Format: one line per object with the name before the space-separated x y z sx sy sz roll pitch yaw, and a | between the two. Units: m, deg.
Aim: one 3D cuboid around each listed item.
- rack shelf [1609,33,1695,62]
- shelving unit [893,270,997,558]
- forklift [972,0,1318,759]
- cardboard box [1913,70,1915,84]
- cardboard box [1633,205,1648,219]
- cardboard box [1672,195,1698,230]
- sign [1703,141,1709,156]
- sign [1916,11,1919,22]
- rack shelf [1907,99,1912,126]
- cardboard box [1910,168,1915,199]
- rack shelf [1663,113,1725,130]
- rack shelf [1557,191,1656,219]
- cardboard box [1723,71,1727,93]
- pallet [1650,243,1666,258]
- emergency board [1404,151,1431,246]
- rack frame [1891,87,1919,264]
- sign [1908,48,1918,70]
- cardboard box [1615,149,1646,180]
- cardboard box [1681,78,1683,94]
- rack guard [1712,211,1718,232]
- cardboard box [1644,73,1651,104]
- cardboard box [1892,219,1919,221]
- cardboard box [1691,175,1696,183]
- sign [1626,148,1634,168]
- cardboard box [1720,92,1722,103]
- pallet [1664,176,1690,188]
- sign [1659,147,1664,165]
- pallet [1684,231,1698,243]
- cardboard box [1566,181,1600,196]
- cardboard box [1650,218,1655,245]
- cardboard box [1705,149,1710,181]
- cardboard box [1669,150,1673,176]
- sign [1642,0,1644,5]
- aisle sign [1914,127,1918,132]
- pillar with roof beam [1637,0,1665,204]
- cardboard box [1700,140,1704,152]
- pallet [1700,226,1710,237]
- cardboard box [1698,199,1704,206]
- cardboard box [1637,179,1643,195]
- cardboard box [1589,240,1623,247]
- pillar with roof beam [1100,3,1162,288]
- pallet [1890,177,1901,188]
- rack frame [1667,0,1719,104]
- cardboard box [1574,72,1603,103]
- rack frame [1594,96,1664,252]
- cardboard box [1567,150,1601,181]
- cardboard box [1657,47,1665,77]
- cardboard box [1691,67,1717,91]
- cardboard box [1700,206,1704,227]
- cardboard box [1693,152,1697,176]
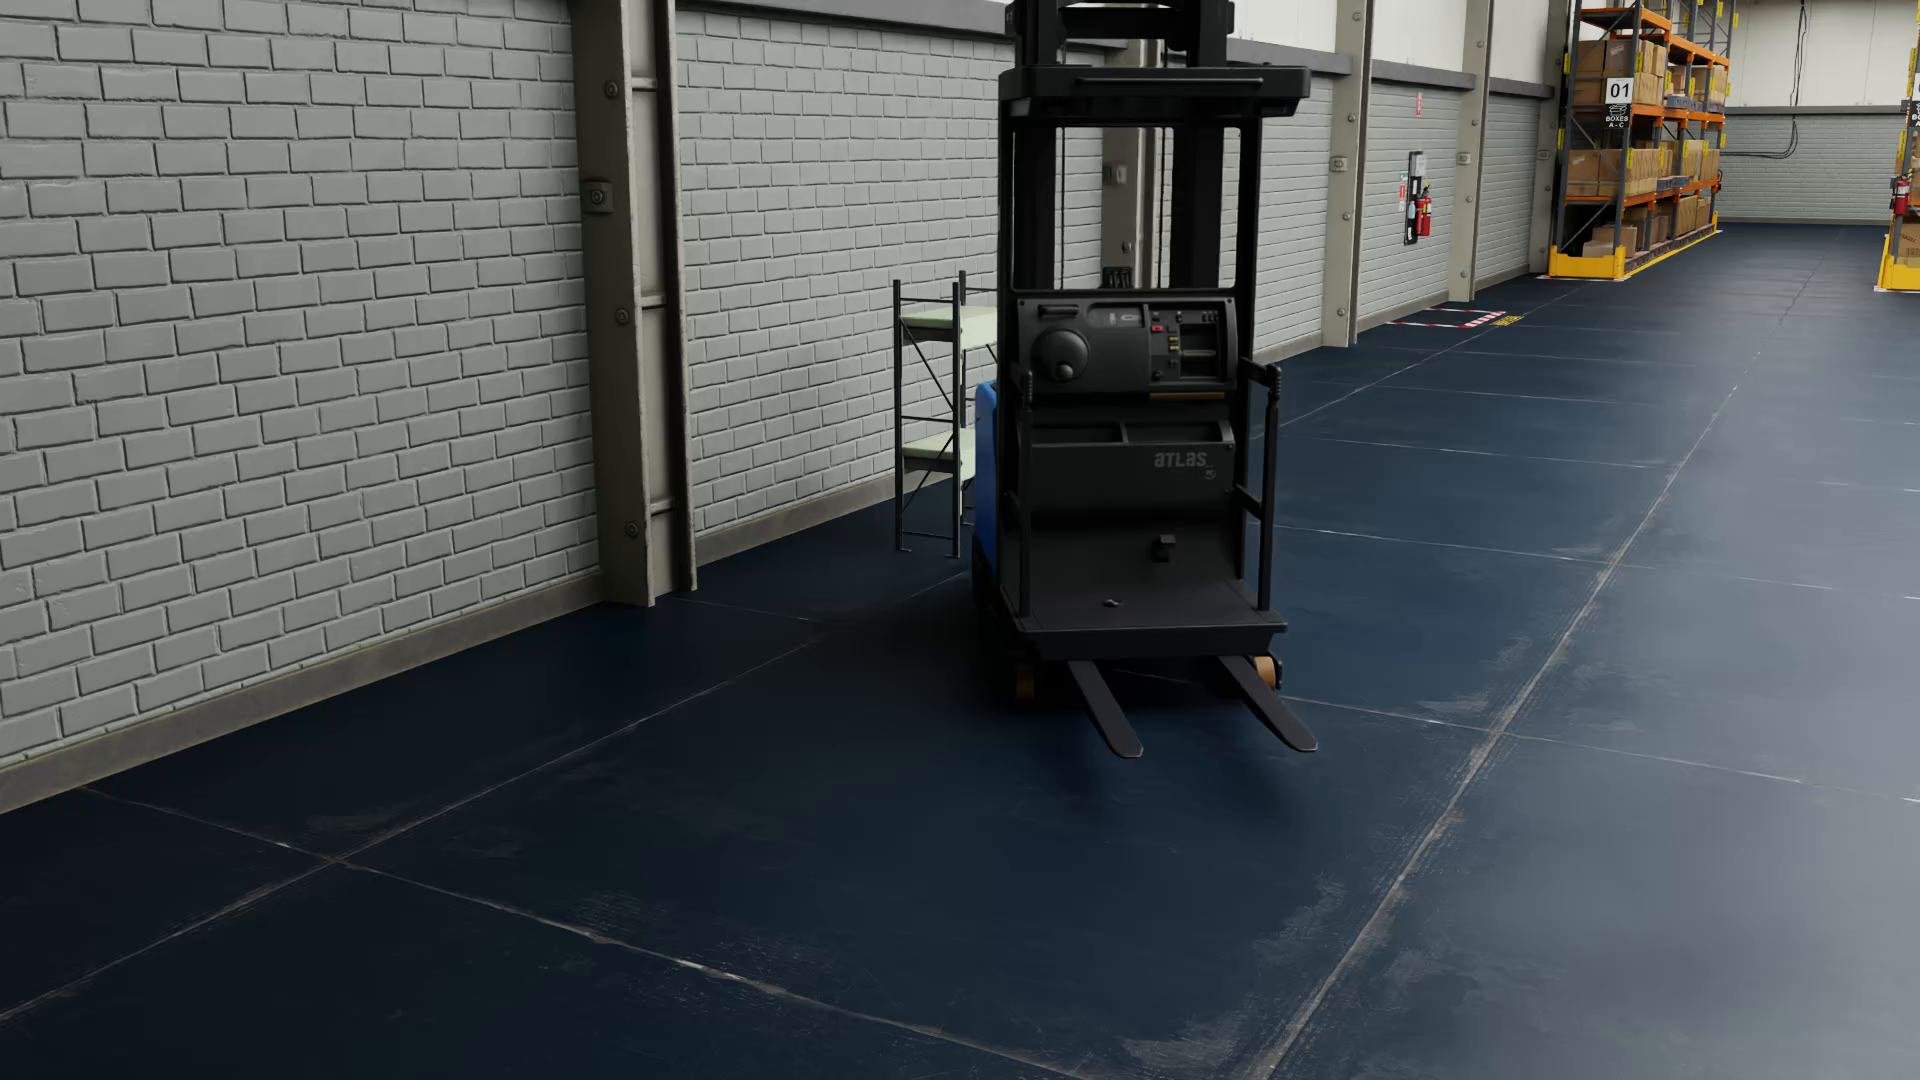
rack shelf | 13.352 -9.472 32.011 1.077 0.370 4.000 7 15 28
shelving unit | -0.003 -0.728 9.352 0.431 1.500 0.755 7 15 28
forklift | 0.725 -0.841 6.770 1.130 2.935 3.031 -1 14 -6
cardboard box | 15.115 -7.232 25.857 0.500 0.250 0.500 7 15 28
cardboard box | 13.184 -6.404 32.490 0.500 0.250 0.500 7 15 26
cardboard box | 16.052 -7.342 37.278 0.750 0.750 0.750 8 15 29
sign | 16.732 -8.796 37.316 0.100 0.325 0.005 7 15 28
sign | 22.049 -12.062 38.202 0.100 0.325 0.005 7 15 28
rack shelf | 15.756 -6.827 26.587 1.077 0.370 4.000 7 15 28
cardboard box | 15.276 -5.560 25.981 0.700 0.500 0.500 8 16 29
rack shelf | 17.219 -9.850 39.124 1.077 0.370 4.000 7 15 28
rack shelf | 11.418 -5.930 29.264 1.077 0.370 4.000 7 15 28
cardboard box | 18.071 -10.973 39.860 0.500 0.500 0.500 7 15 28
pallet | 13.349 -5.745 32.914 1.003 0.211 1.213 7 15 28
emergency board | 5.904 -4.377 21.288 0.194 1.169 0.643 7 15 28
rack frame | 14.789 -5.308 25.152 1.000 3.000 0.127 7 15 28
sign | 14.321 -7.223 24.973 0.100 0.325 0.005 7 15 28
cardboard box | 11.448 -6.440 28.522 0.500 0.500 0.500 7 15 26
cardboard box | 14.713 -9.452 34.786 0.700 0.500 0.500 6 15 25
rack guard | 18.198 -7.941 41.407 1.175 0.500 0.348 7 15 28
cardboard box | 11.370 -7.639 28.163 0.500 0.500 0.500 8 16 31
cardboard box | 15.502 -4.993 27.217 0.500 0.500 0.500 7 15 28
cardboard box | 15.994 -7.954 36.618 0.380 0.149 0.250 7 15 28
sign | 10.926 -6.228 27.121 0.100 0.325 0.005 7 15 28
cardboard box | 17.814 -10.502 39.507 0.500 0.250 0.500 7 15 26
pallet | 14.067 -7.259 33.651 1.213 0.211 1.003 7 15 28
sign | 12.864 -7.051 30.531 0.100 0.325 0.005 7 15 28
pallet | 15.945 -6.808 37.324 1.003 0.211 1.213 7 15 28
cardboard box | 10.508 -5.924 27.981 0.500 0.250 0.500 8 16 29
cardboard box | 13.214 -6.053 32.635 0.700 0.500 0.500 8 15 29
cardboard box | 16.887 -8.735 38.727 0.980 0.700 0.700 7 15 27
cardboard box | 14.100 -7.675 33.817 0.700 0.500 0.500 5 15 21
sign | 13.831 -11.020 33.712 0.100 0.325 0.005 7 15 28
aisle sign | 22.300 -9.902 38.660 0.394 0.787 0.004 7 15 28
pillar with roof beam | 19.602 -11.001 35.965 9.100 9.000 0.400 7 15 28
cardboard box | 16.250 -8.774 37.035 0.500 0.250 0.500 8 16 29
pallet | 17.277 -7.374 39.669 1.003 0.211 1.213 7 15 28
cardboard box | 17.281 -7.934 39.095 0.380 0.149 0.250 7 15 26
cardboard box | 11.455 -6.082 28.638 0.500 0.250 0.500 7 15 27
cardboard box | 11.140 -5.024 28.773 0.500 0.311 0.500 9 16 33
pillar with roof beam | 5.099 -4.846 10.435 9.100 9.000 0.400 7 15 28
pallet | 18.923 -7.003 32.593 1.213 0.211 1.003 7 15 28
rack frame | 16.252 -11.247 36.986 1.000 3.000 0.127 7 15 28
cardboard box | 10.431 -7.500 27.586 0.500 0.500 0.500 9 16 32
rack frame | 12.385 -6.690 30.881 1.000 3.000 0.127 7 15 28
cardboard box | 10.493 -6.291 27.906 0.500 0.500 0.500 7 15 27
cardboard box | 12.123 -8.444 29.371 0.500 0.500 0.500 8 16 31
cardboard box | 16.842 -10.448 37.682 0.500 0.500 0.500 7 15 28
cardboard box | 17.199 -7.669 39.383 0.700 0.500 0.500 8 16 29
cardboard box | 15.762 -8.203 36.267 0.500 0.500 0.500 7 15 28
